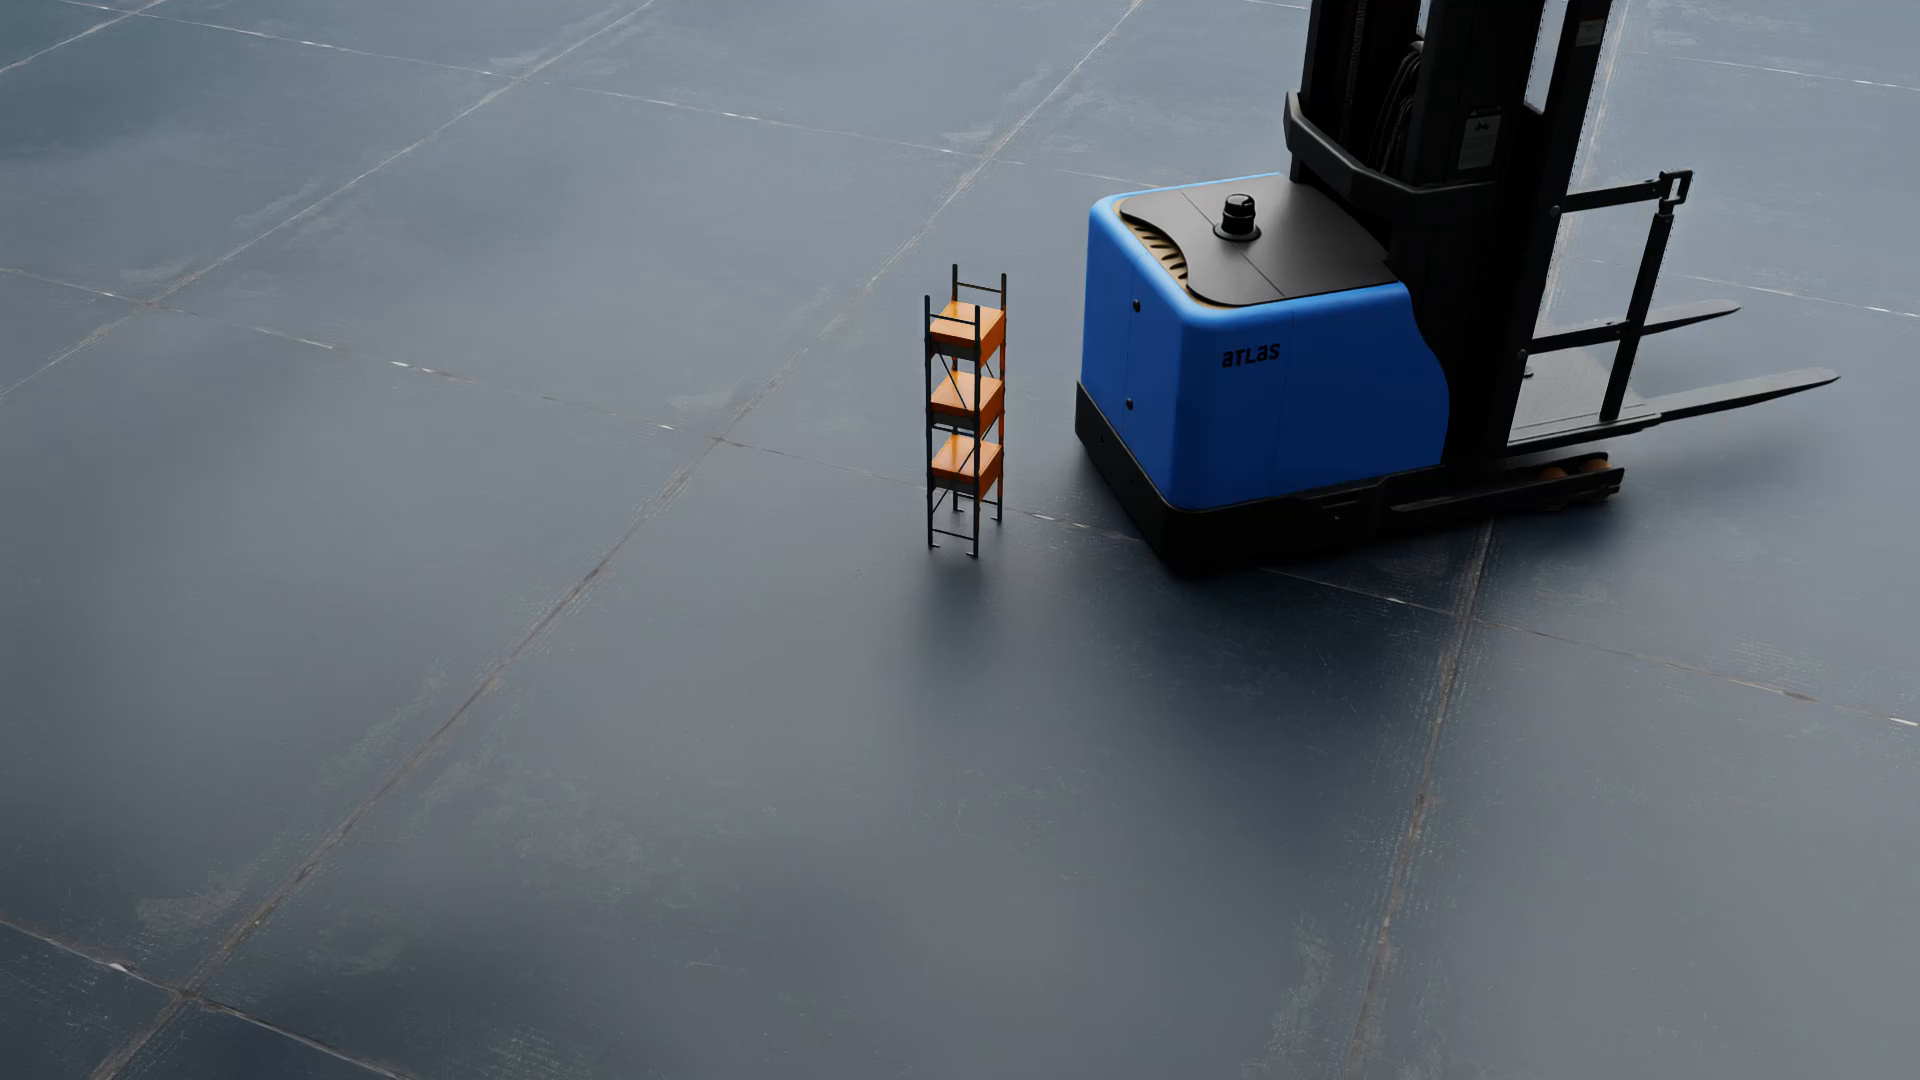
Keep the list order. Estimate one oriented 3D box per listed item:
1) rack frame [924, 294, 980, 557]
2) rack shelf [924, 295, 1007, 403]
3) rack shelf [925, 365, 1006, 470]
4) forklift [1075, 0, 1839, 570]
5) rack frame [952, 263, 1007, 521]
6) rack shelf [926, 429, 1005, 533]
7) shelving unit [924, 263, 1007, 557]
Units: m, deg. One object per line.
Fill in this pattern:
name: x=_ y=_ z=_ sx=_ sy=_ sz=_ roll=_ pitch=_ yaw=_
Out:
rack frame: x=-0.026 y=-0.383 z=5.885 sx=0.200 sy=1.050 sz=0.008 roll=14 pitch=39 yaw=18
rack shelf: x=0.020 y=-0.669 z=5.812 sx=0.215 sy=0.259 sz=0.240 roll=14 pitch=39 yaw=18
rack shelf: x=0.020 y=-0.442 z=5.982 sx=0.215 sy=0.259 sz=0.240 roll=14 pitch=39 yaw=18
forklift: x=2.039 y=-1.577 z=5.911 sx=3.031 sy=2.935 sz=1.130 roll=-11 pitch=38 yaw=-14
rack frame: x=0.067 y=-0.518 z=6.066 sx=0.200 sy=1.050 sz=0.008 roll=14 pitch=39 yaw=18
rack shelf: x=0.020 y=-0.219 z=6.148 sx=0.215 sy=0.259 sz=0.240 roll=14 pitch=39 yaw=18
shelving unit: x=0.020 y=-0.450 z=5.975 sx=0.215 sy=1.050 sz=0.252 roll=14 pitch=39 yaw=18
